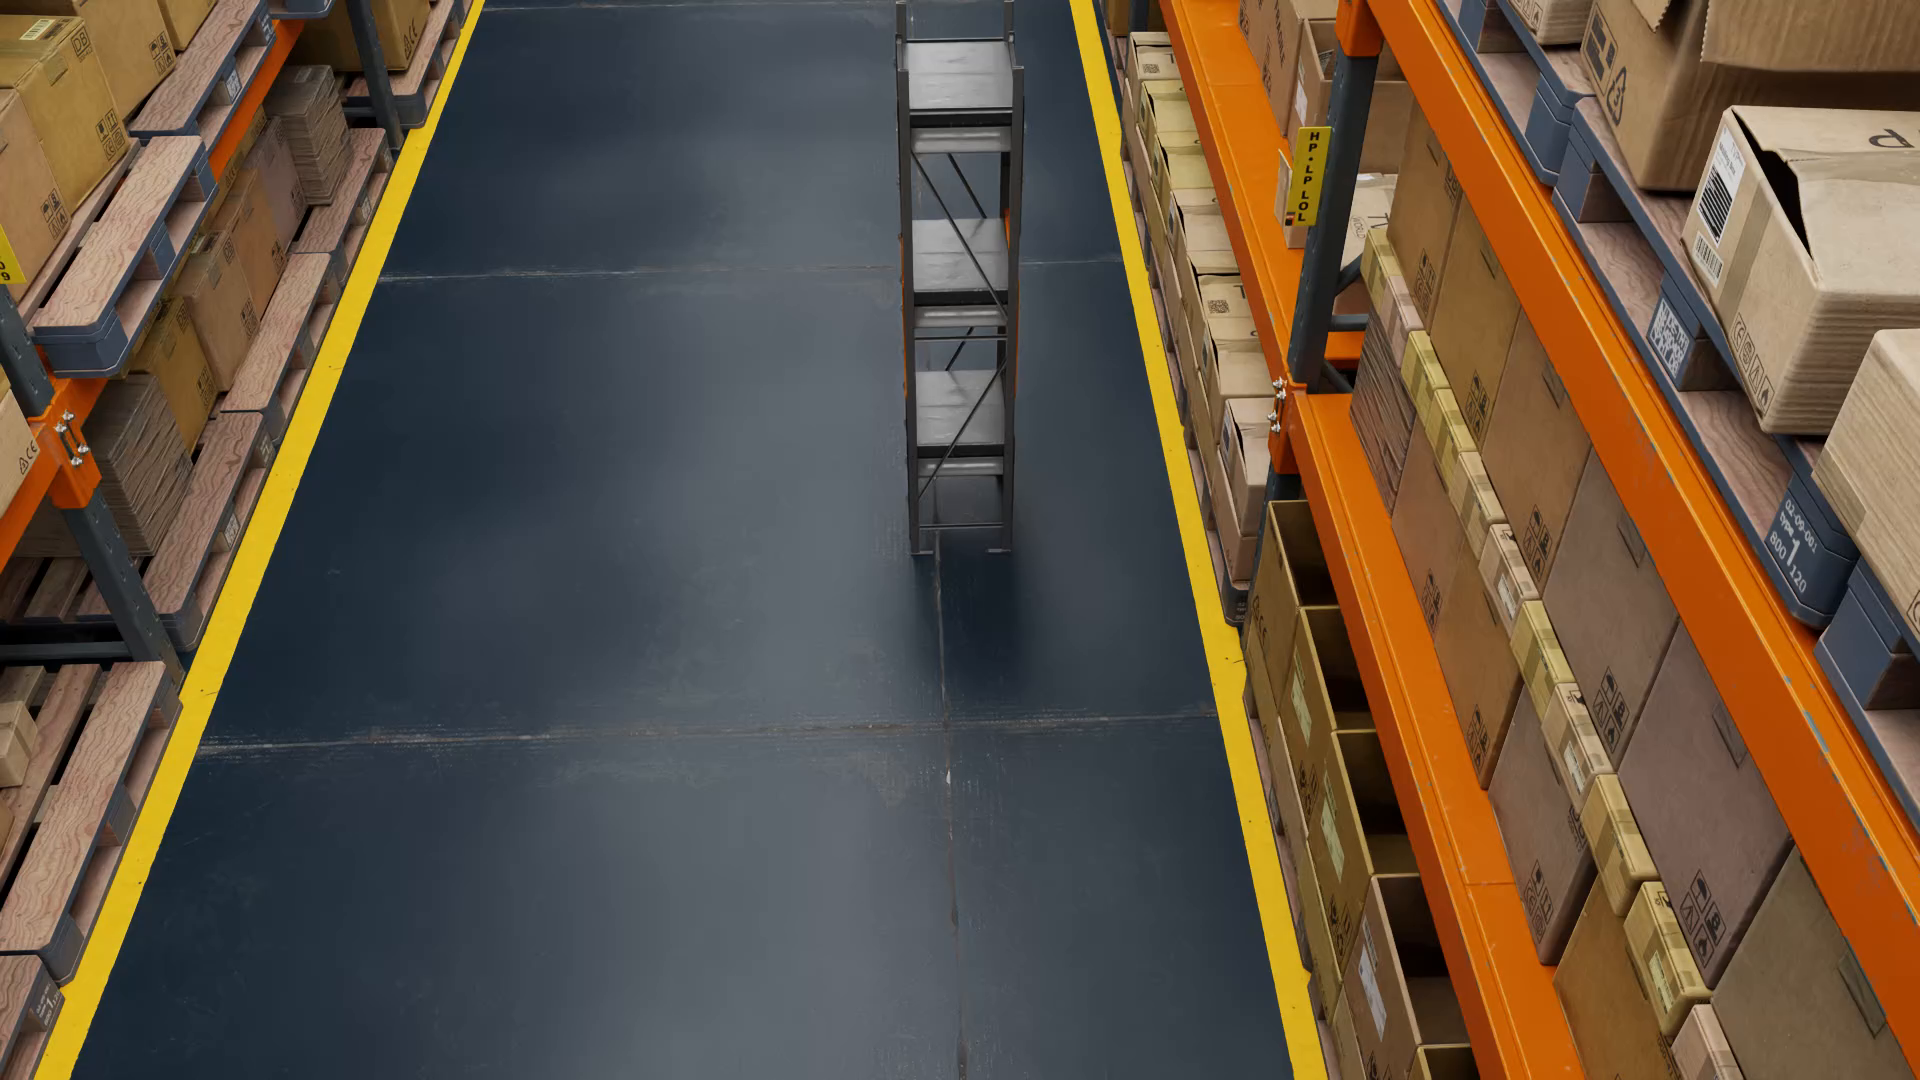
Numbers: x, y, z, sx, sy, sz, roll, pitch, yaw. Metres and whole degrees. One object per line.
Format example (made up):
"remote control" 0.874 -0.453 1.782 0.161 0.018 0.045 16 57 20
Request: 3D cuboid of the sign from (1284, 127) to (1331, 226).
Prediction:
"sign" 1.026 -1.067 4.896 0.100 0.325 0.005 -2 43 -2

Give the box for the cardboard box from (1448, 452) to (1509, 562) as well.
"cardboard box" 1.430 -0.091 4.076 0.380 0.149 0.250 -3 43 -3

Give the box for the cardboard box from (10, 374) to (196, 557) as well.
"cardboard box" -3.429 -0.284 6.365 0.700 0.500 0.500 0 43 0

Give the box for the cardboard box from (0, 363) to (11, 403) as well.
"cardboard box" -3.052 -0.465 4.579 0.500 0.500 0.500 -2 43 -2

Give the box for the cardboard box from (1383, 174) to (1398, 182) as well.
"cardboard box" 1.734 -1.203 6.029 0.380 0.149 0.250 -2 43 -2

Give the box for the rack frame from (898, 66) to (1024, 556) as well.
"rack frame" 0.003 -0.721 5.983 0.400 2.100 0.015 -2 43 -2

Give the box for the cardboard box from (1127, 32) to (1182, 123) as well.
"cardboard box" 1.127 -2.378 8.434 0.500 0.311 0.500 0 43 0

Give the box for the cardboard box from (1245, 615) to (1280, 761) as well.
"cardboard box" 1.285 0.489 5.721 0.500 0.250 0.500 -2 43 -2

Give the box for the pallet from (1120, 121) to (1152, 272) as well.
"pallet" 1.394 -1.807 8.566 1.003 0.211 1.213 -2 43 -2

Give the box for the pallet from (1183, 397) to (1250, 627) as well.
"pallet" 1.498 -0.160 6.769 1.003 0.211 1.213 -2 43 -2

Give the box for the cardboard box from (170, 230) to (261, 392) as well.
"cardboard box" -3.482 -0.977 7.121 0.700 0.500 0.500 -1 43 -1

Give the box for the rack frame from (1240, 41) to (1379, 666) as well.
"rack frame" 1.568 -0.692 5.285 1.000 3.000 0.127 -2 43 -2

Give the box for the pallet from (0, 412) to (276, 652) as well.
"pallet" -3.416 -0.045 6.643 1.003 0.211 1.213 -2 43 -2

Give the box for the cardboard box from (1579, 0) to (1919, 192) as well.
"cardboard box" 1.512 -0.927 2.830 0.797 0.503 0.637 3 43 3

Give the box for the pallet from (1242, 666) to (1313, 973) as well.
"pallet" 1.560 0.874 5.640 1.003 0.211 1.213 -2 43 -2

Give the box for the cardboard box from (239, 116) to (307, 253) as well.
"cardboard box" -3.563 -1.653 7.857 0.700 0.500 0.500 -2 43 -2

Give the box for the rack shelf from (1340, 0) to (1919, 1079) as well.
"rack shelf" 1.653 -0.182 3.041 1.077 0.370 4.000 -2 43 -2

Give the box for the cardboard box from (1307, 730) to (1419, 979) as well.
"cardboard box" 1.317 0.888 4.731 0.500 0.500 0.500 -2 43 -2

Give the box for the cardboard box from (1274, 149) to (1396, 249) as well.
"cardboard box" 1.347 -1.231 5.972 0.396 0.266 0.258 -3 43 -3

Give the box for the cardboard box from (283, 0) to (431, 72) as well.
"cardboard box" -3.451 -3.110 9.203 0.750 0.750 0.750 -2 43 -2

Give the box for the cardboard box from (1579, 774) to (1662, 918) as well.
"cardboard box" 1.475 0.606 3.315 0.380 0.149 0.250 -1 43 -1

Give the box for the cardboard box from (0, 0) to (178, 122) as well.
"cardboard box" -3.444 -1.912 6.216 0.700 0.500 0.500 4 43 4

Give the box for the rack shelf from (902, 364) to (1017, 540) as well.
"rack shelf" -0.007 -0.360 6.645 0.431 0.518 0.480 -2 43 -2

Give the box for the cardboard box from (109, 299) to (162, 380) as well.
"cardboard box" -3.451 -0.858 6.436 0.500 0.250 0.500 -2 43 -3

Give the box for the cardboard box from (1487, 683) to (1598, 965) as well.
"cardboard box" 1.662 0.611 3.789 0.700 0.500 0.500 0 43 -1

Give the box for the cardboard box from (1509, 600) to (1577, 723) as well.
"cardboard box" 1.455 0.265 3.687 0.380 0.149 0.250 -2 43 -2

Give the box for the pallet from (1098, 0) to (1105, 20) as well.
"pallet" 1.355 -3.691 10.621 1.003 0.211 1.213 -2 43 -2

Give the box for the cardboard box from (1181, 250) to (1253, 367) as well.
"cardboard box" 1.217 -0.993 6.923 0.500 0.311 0.500 -2 43 -2

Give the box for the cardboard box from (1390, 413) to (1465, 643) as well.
"cardboard box" 1.622 -0.074 4.536 0.700 0.500 0.500 -2 43 -2

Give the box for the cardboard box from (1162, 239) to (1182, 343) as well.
"cardboard box" 1.199 -1.135 7.493 0.500 0.250 0.500 -1 43 -1

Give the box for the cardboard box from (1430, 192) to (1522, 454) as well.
"cardboard box" 1.616 -0.567 4.114 0.700 0.500 0.500 -2 43 -2

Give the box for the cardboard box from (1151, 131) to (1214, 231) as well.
"cardboard box" 1.177 -1.679 7.671 0.500 0.311 0.500 -3 43 -3

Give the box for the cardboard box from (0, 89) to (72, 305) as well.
"cardboard box" -3.369 -1.091 5.321 0.700 0.500 0.500 -2 43 -2

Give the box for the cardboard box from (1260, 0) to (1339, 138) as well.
"cardboard box" 1.508 -1.941 6.574 0.500 0.500 0.500 -2 43 -2

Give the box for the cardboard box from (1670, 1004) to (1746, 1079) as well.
"cardboard box" 1.499 0.961 2.928 0.380 0.149 0.250 -1 43 -1

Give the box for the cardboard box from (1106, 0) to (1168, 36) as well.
"cardboard box" 1.124 -3.258 9.608 0.500 0.500 0.500 0 43 0

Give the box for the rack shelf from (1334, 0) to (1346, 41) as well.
"rack shelf" 1.483 -2.883 5.987 1.077 0.370 4.000 -2 43 -2

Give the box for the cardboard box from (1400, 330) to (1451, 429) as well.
"cardboard box" 1.409 -0.437 4.453 0.380 0.149 0.250 -3 43 -3

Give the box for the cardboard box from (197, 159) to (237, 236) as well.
"cardboard box" -3.480 -1.547 7.187 0.500 0.250 0.500 -2 43 -2

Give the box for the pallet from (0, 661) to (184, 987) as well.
"pallet" -3.317 0.933 5.576 1.003 0.211 1.213 -2 43 -2

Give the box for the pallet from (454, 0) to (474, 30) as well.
"pallet" -3.558 -3.576 10.495 1.003 0.211 1.213 -2 43 -2

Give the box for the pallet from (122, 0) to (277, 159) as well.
"pallet" -3.426 -1.842 6.681 1.003 0.211 1.213 -2 43 -2

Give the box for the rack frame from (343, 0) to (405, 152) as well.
"rack frame" -3.551 -3.248 8.073 1.000 3.000 0.127 -2 43 -2

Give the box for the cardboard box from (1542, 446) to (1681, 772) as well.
"cardboard box" 1.657 0.109 3.377 0.700 0.500 0.500 -2 43 -2

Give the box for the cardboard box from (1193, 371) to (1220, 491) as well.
"cardboard box" 1.241 -0.446 6.741 0.500 0.250 0.500 -2 43 -2

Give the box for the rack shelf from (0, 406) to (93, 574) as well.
"rack shelf" -3.296 1.068 3.897 1.077 0.370 4.000 -2 43 -2

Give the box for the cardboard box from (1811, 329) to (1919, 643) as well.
"cardboard box" 1.425 -0.018 2.027 0.500 0.250 0.500 -2 43 -2

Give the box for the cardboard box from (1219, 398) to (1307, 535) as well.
"cardboard box" 1.264 -0.305 6.172 0.500 0.311 0.500 -2 43 -2

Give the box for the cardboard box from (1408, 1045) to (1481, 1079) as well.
"cardboard box" 1.361 1.563 3.994 0.500 0.500 0.500 -2 43 -2

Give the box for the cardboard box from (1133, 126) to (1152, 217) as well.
"cardboard box" 1.149 -1.832 8.253 0.500 0.250 0.500 -3 43 -3

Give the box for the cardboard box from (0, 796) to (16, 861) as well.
"cardboard box" -3.297 0.912 5.060 0.500 0.500 0.500 -5 43 -5

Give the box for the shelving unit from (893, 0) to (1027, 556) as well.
"shelving unit" -0.007 -0.886 6.162 0.431 2.100 0.503 -2 43 -2

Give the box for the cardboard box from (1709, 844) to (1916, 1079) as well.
"cardboard box" 1.701 0.787 2.637 0.700 0.500 0.500 -3 43 -3

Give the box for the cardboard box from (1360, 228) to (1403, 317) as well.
"cardboard box" 1.386 -0.781 4.828 0.380 0.149 0.250 -2 43 -2

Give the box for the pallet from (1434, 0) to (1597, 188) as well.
"pallet" 1.630 -1.190 3.674 1.003 0.211 1.213 -2 43 -2

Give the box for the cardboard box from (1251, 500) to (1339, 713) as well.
"cardboard box" 1.275 0.212 5.467 0.500 0.500 0.500 -2 43 -2

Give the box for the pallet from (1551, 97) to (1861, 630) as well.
"pallet" 1.679 -0.368 2.778 1.003 0.211 1.213 -2 43 -2

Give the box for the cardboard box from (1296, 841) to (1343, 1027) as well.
"cardboard box" 1.317 1.164 4.984 0.500 0.250 0.500 -2 43 -2
